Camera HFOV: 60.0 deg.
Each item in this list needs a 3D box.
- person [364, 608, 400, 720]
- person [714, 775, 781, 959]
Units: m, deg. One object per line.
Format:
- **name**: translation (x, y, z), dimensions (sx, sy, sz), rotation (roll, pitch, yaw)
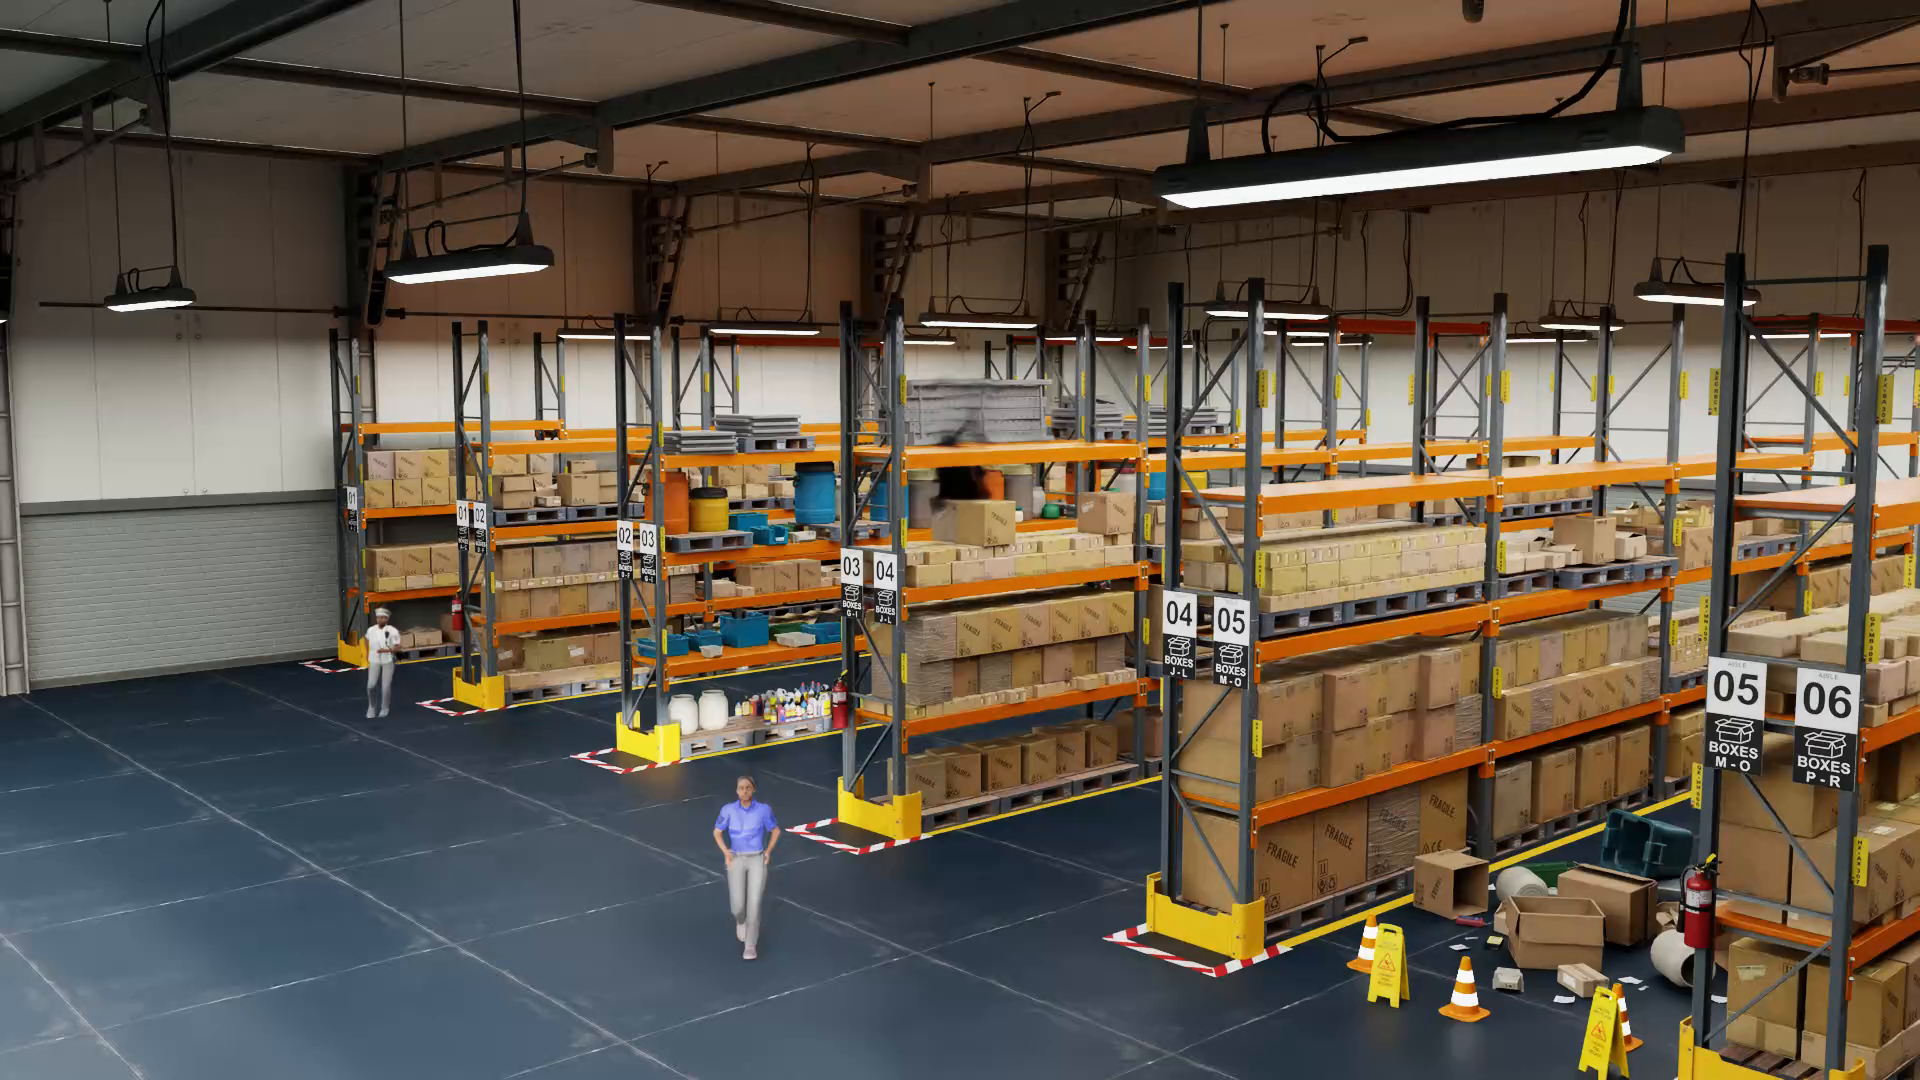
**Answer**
- **person**: translation (-8.708, 1.856, 25.054), dimensions (0.558, 1.693, 0.632), rotation (-1, 6, -10)
- **person**: translation (-1.904, 2.892, 14.894), dimensions (0.600, 1.609, 0.566), rotation (-1, 6, -6)
